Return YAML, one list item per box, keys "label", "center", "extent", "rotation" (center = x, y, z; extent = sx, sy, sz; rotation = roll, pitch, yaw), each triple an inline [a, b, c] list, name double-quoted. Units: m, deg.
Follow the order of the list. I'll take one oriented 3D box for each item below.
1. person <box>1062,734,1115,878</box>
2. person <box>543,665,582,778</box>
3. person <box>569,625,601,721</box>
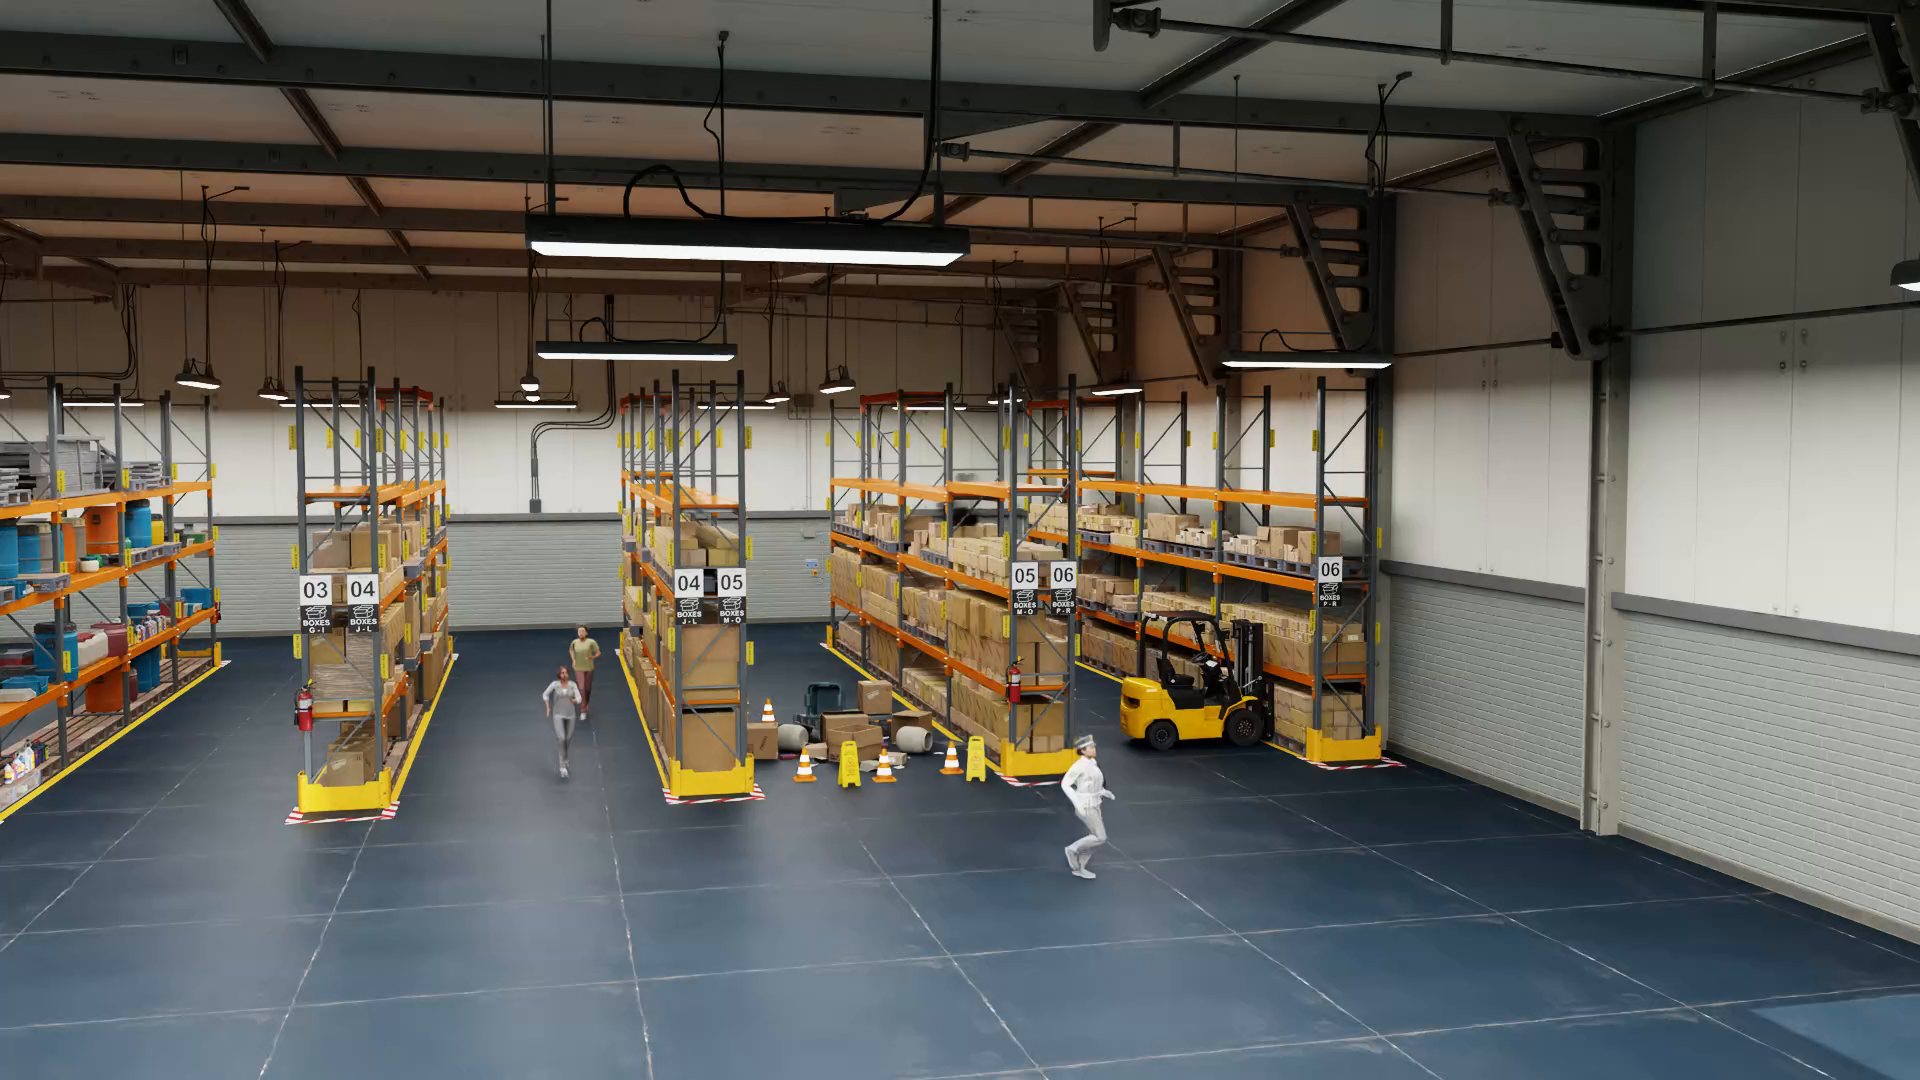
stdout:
- label: "person"
  center: [1.490, 3.042, 18.985]
  extent: [0.540, 1.656, 0.608]
  rotation: [2, 4, 28]
- label: "person"
  center: [-5.964, 2.696, 25.001]
  extent: [0.518, 1.630, 0.783]
  rotation: [-2, 4, -28]
- label: "person"
  center: [-6.788, 2.372, 30.114]
  extent: [0.564, 1.681, 0.891]
  rotation: [-1, 3, -10]
